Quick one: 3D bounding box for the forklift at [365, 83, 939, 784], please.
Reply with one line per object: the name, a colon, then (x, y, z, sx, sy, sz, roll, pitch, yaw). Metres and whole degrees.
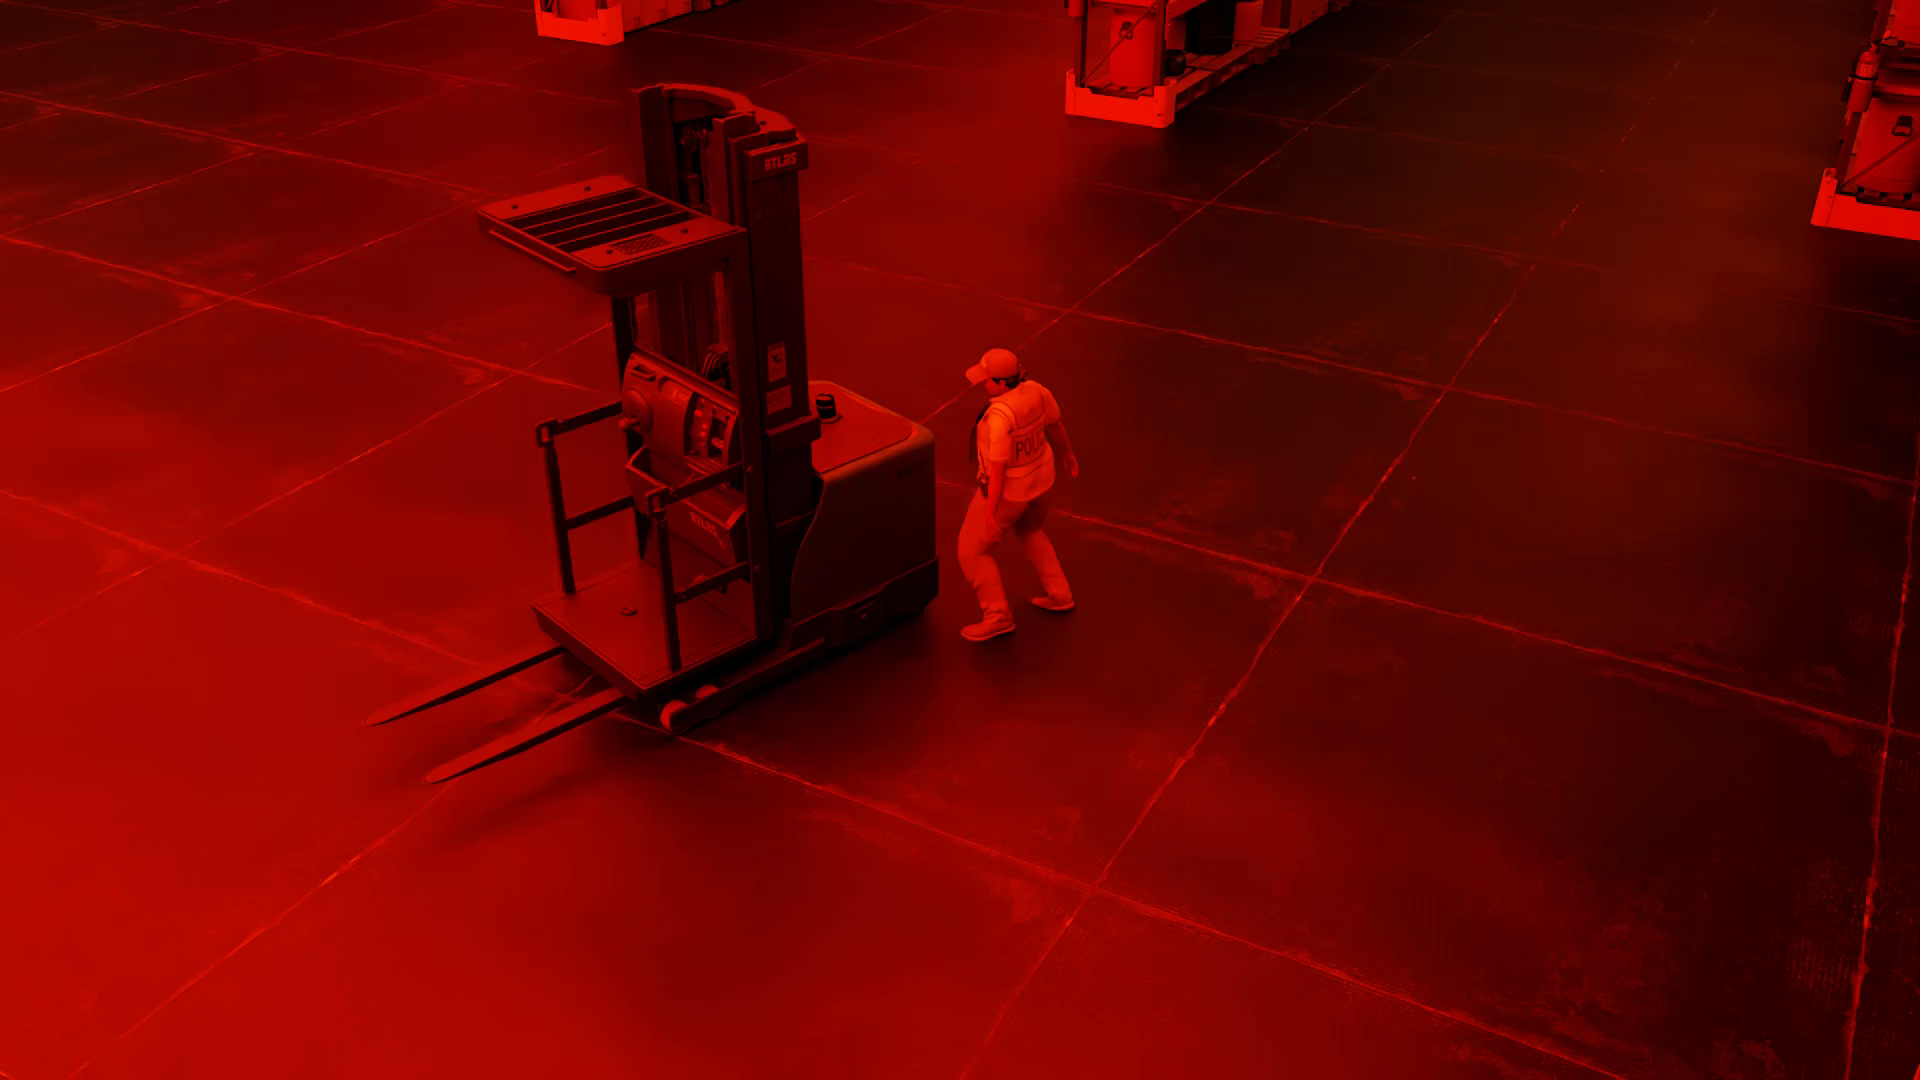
forklift: (-1.543, -0.595, 8.101, 3.031, 2.935, 1.130, -25, 38, -36)

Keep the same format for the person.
person: (0.333, -0.273, 8.933, 0.506, 1.645, 0.840, 22, 37, 33)
